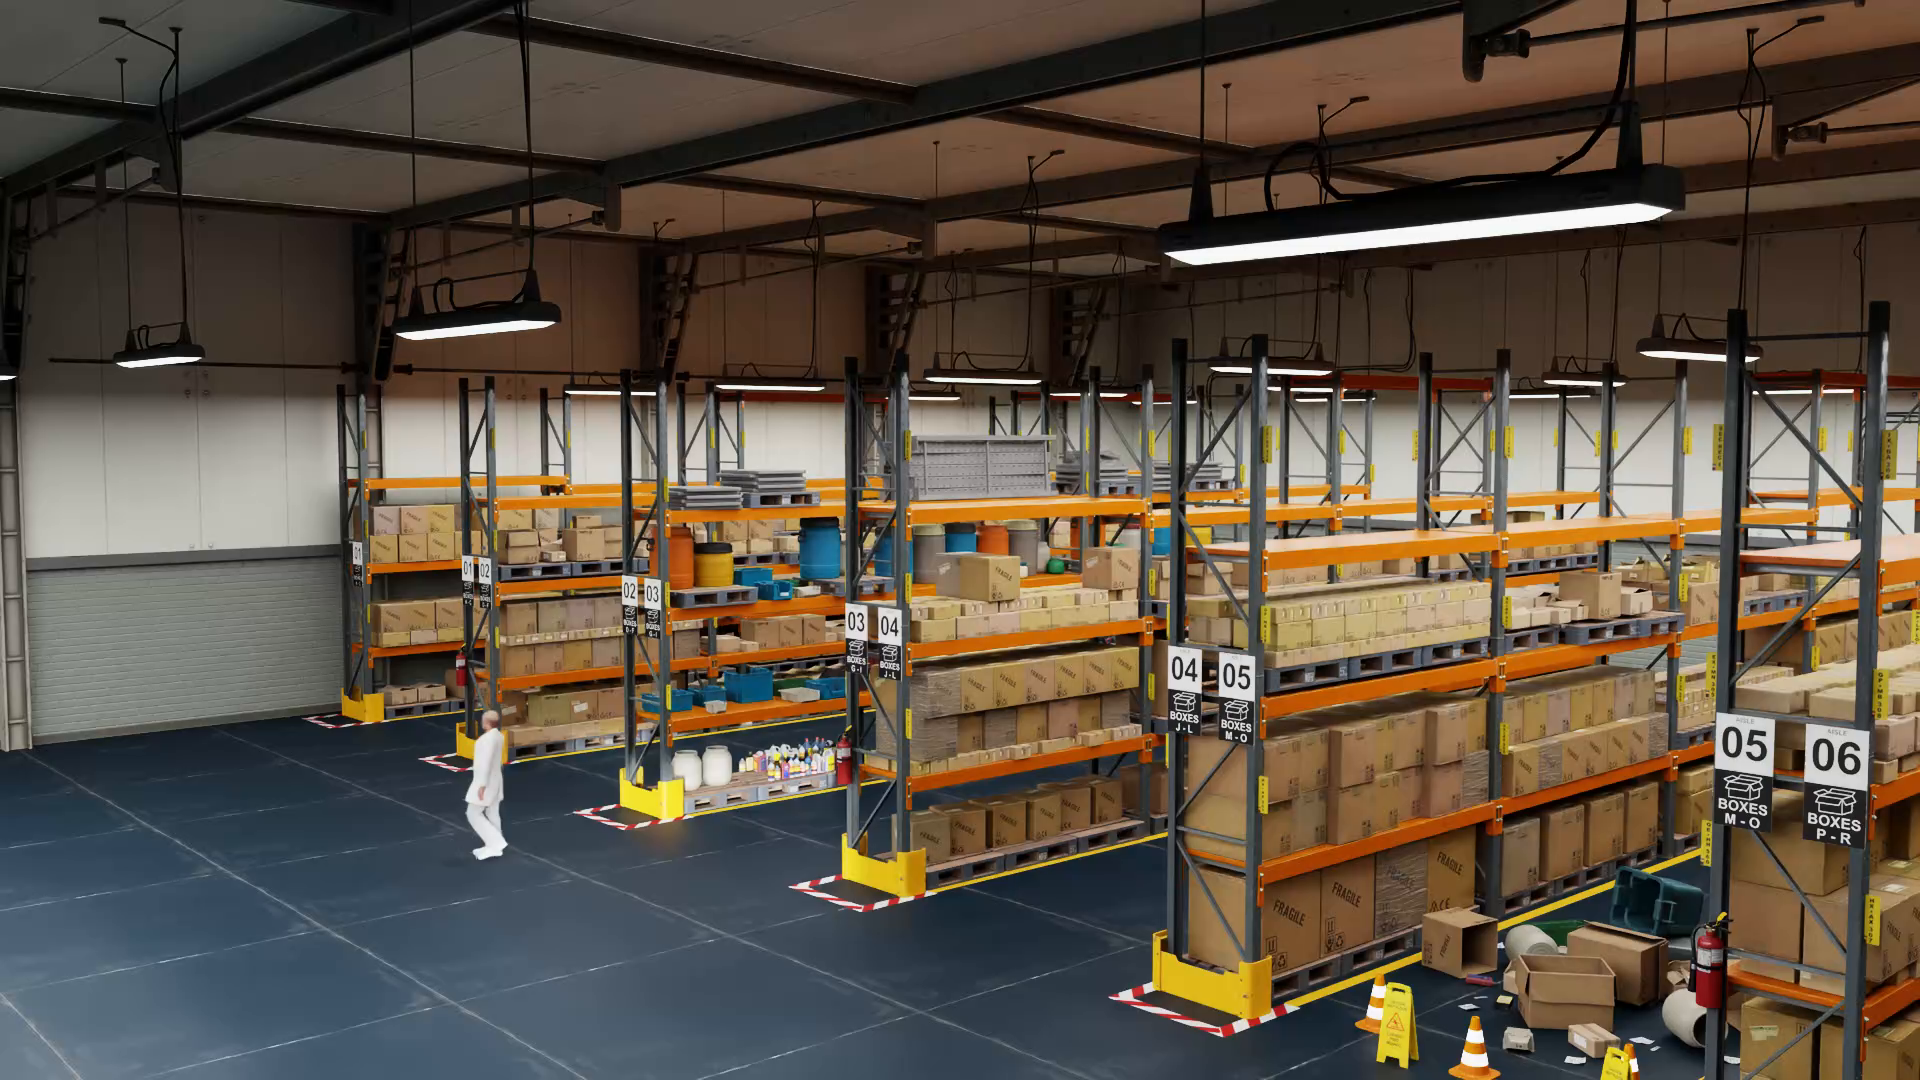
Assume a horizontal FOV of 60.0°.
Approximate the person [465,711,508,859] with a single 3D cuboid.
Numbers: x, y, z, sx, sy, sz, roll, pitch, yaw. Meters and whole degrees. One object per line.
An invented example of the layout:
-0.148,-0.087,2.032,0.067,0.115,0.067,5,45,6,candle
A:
-5.693,2.991,20.068,0.486,1.695,0.632,0,4,3,person
